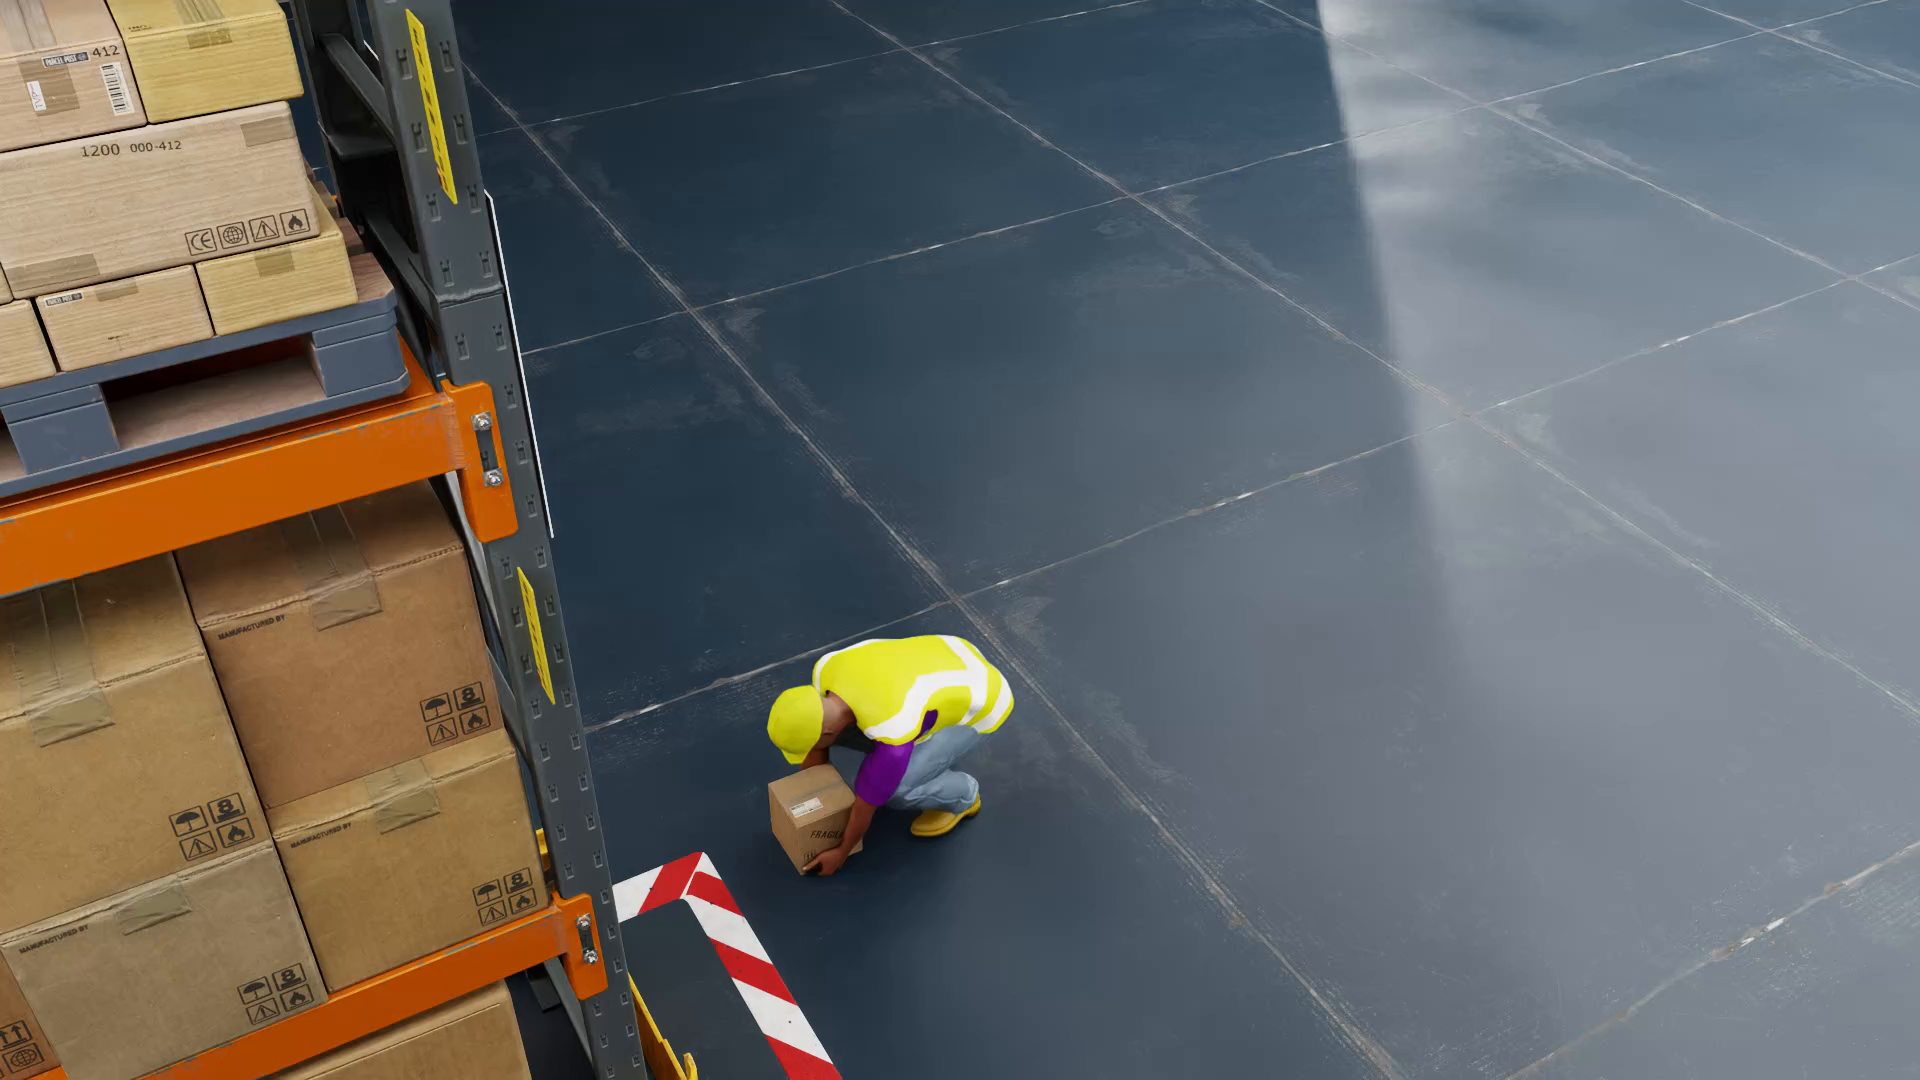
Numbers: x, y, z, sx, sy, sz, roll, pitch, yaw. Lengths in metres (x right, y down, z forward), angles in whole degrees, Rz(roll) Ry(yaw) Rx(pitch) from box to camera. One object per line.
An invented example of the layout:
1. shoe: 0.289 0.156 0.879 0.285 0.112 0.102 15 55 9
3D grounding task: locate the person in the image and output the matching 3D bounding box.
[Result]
1. person: -0.250 0.735 5.996 0.948 0.847 0.530 -20 41 -25
